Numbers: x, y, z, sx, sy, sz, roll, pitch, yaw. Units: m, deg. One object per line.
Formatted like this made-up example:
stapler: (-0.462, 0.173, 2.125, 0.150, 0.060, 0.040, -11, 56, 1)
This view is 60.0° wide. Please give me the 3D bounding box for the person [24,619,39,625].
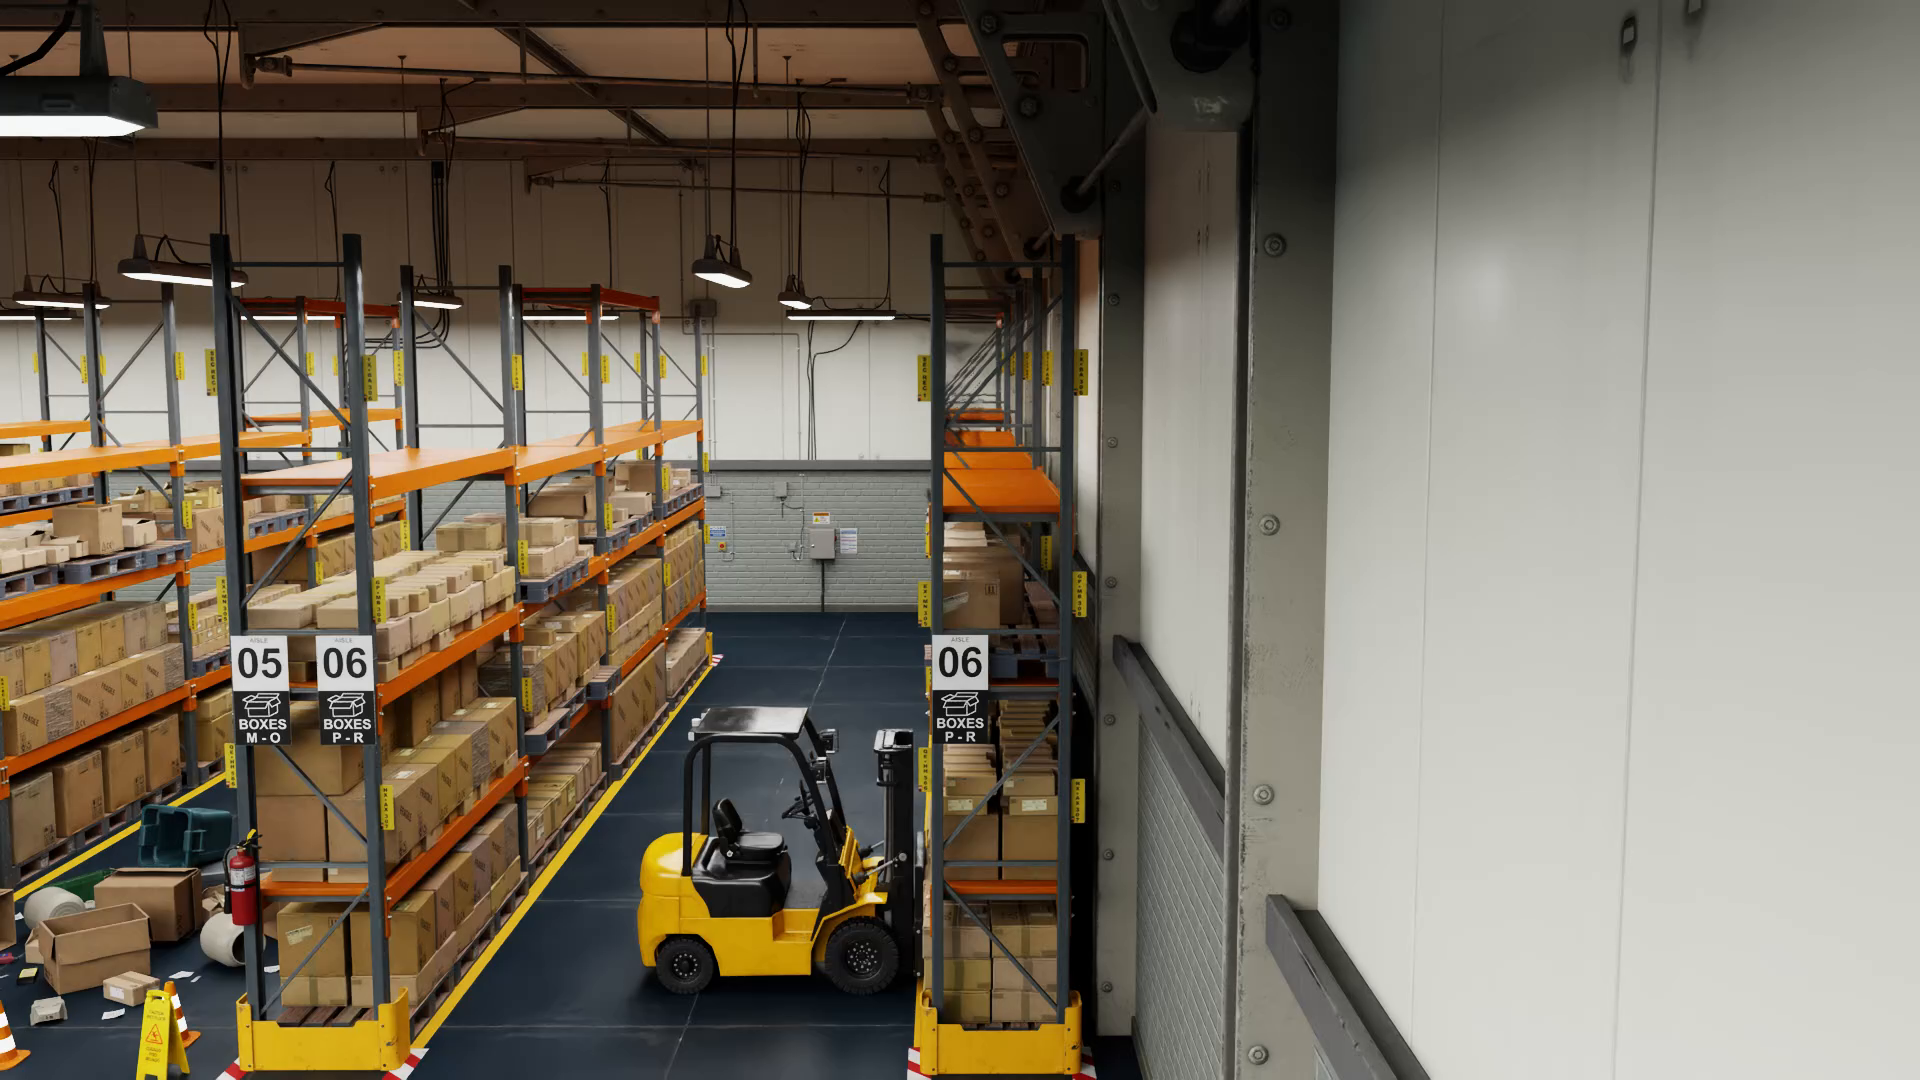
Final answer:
person: (-12.214, 1.900, 22.020, 0.578, 1.751, 0.738, 0, 6, 0)
